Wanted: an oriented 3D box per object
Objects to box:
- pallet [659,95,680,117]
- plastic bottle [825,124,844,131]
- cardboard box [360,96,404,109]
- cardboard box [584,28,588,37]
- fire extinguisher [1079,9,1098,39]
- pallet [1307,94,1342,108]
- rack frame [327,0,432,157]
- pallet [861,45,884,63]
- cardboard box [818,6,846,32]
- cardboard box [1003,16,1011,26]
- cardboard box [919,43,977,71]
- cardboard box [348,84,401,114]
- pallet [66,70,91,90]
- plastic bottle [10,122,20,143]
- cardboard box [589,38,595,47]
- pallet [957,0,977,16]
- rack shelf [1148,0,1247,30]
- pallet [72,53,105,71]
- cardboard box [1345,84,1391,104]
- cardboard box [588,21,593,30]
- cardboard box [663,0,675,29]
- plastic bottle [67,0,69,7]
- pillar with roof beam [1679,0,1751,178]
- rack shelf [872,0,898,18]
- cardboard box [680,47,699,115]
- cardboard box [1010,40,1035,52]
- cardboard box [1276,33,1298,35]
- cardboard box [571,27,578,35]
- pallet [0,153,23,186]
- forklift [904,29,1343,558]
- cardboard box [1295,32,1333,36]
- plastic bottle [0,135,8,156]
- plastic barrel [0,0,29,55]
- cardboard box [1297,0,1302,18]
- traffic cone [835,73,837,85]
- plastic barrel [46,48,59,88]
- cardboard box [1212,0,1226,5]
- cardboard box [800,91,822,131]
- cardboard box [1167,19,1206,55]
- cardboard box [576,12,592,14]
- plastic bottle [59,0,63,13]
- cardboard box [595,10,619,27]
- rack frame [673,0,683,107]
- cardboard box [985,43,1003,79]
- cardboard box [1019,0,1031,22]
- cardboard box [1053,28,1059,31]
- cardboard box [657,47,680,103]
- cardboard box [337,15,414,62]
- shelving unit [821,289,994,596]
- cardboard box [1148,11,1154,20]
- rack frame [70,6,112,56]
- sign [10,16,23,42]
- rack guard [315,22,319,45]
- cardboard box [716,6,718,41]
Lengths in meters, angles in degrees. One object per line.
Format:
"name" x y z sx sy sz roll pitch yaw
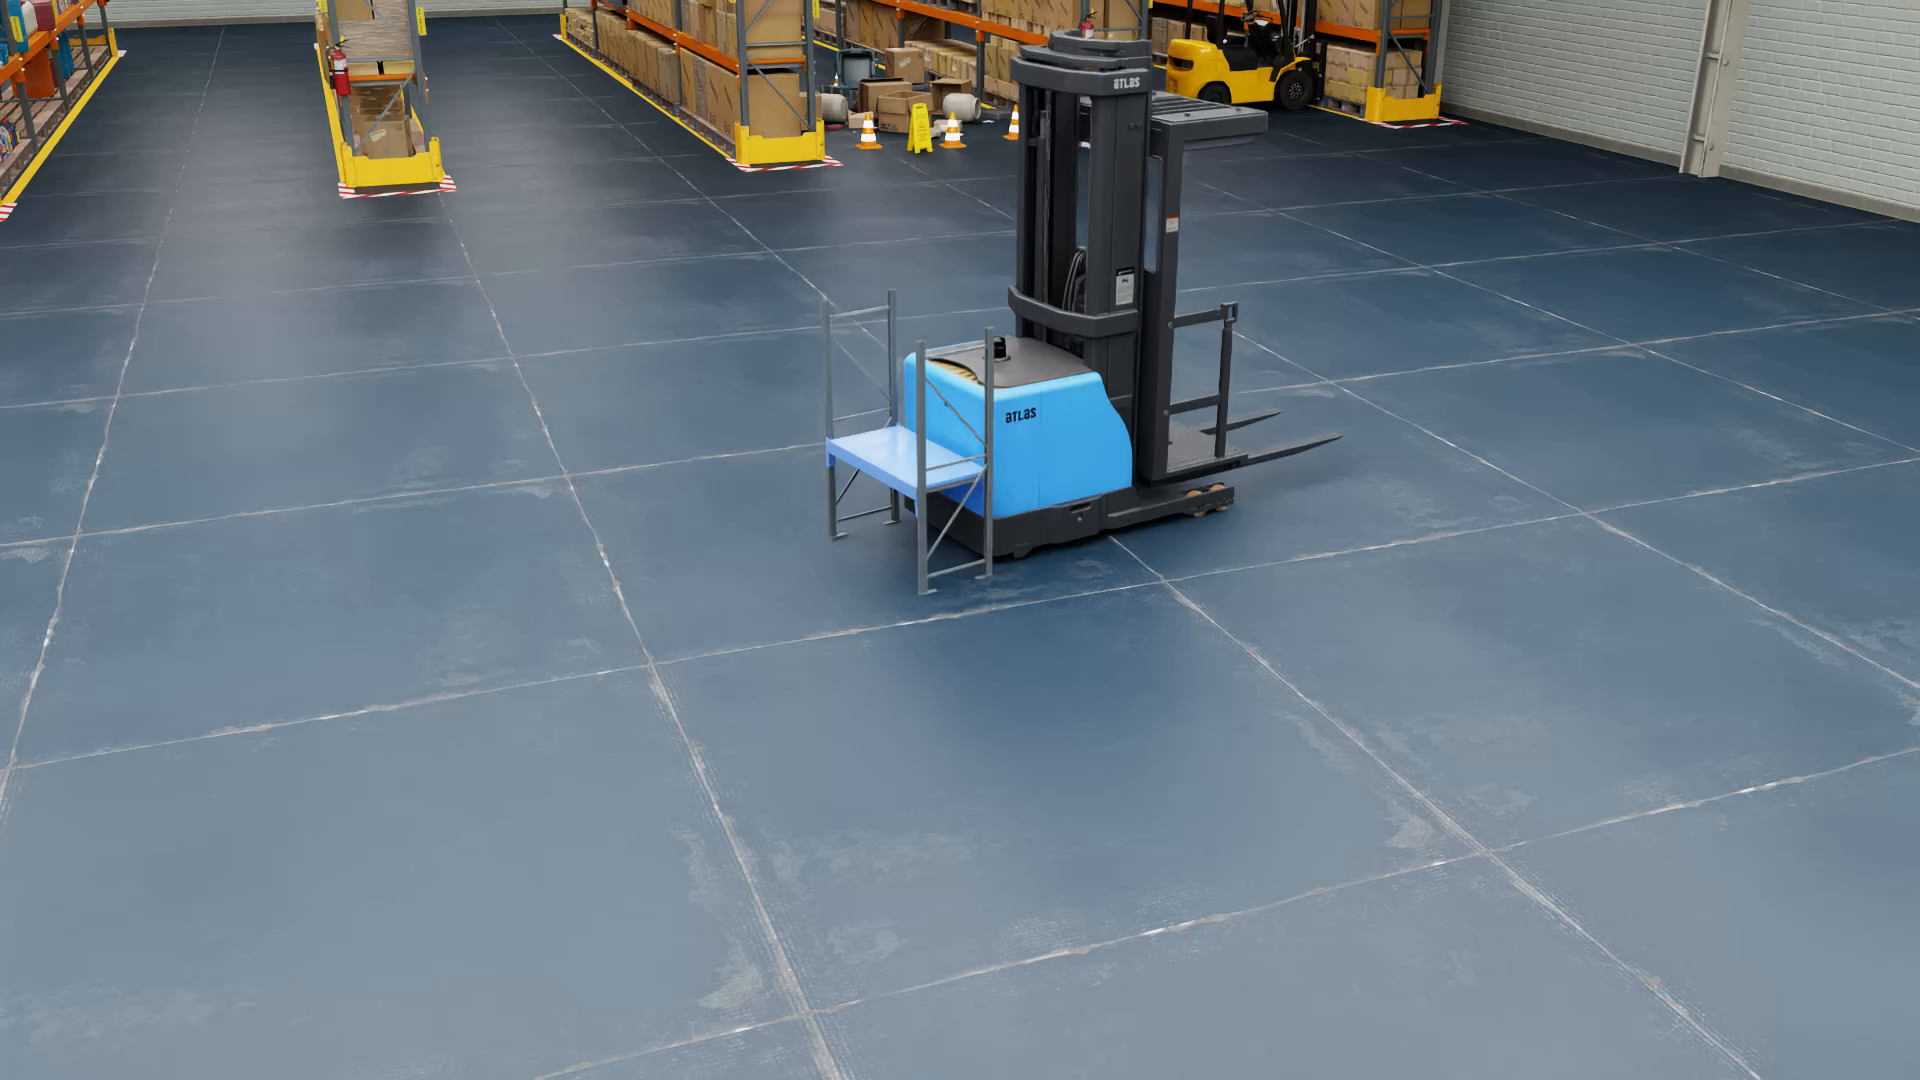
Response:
"pallet" -4.175 -6.946 26.458 1.003 0.211 1.213 -8 24 -19
"plastic bottle" -1.865 -6.148 24.757 0.283 0.061 0.133 -18 29 -37
"cardboard box" -7.902 -5.786 22.793 0.500 0.500 0.500 -11 25 -24
"cardboard box" -7.286 -10.147 33.209 0.380 0.149 0.250 -9 25 -21
"fire extinguisher" 1.785 -7.083 23.292 0.296 0.674 0.183 -8 24 -19
"pallet" 6.082 -7.335 27.382 1.003 0.211 1.213 -8 24 -19
"rack frame" -7.095 -5.864 20.300 1.000 3.000 0.127 -8 24 -19
"pallet" -1.285 -9.584 32.718 1.003 0.211 1.213 -8 24 -19
"cardboard box" -2.502 -11.164 35.634 0.875 0.438 0.875 -9 25 -21
"cardboard box" 0.889 -8.131 26.002 0.380 0.149 0.250 -8 24 -17
"cardboard box" -0.192 -8.639 29.727 0.950 0.372 0.625 -9 24 -20
"cardboard box" -8.705 -6.594 24.684 0.700 0.500 0.500 -10 25 -23
"pallet" -15.734 -7.973 28.895 1.003 0.211 1.213 -8 24 -19
"plastic bottle" -12.663 -5.459 22.270 0.061 0.283 0.133 -7 24 -16
"cardboard box" -7.116 -9.843 32.871 0.380 0.149 0.250 -8 24 -18
"pallet" 0.629 -8.886 27.717 1.003 0.211 1.213 -8 24 -19
"rack shelf" 4.699 -9.754 30.457 1.077 0.370 4.000 -8 24 -19
"pallet" -16.699 -8.965 31.249 1.003 0.211 1.213 -8 24 -19
"cardboard box" 6.357 -6.959 25.899 0.500 0.250 0.500 -8 24 -19
"cardboard box" -7.155 -10.202 32.958 0.380 0.149 0.250 -8 24 -18
"cardboard box" -4.267 -8.160 25.619 0.500 0.500 0.500 -8 24 -19
"plastic bottle" -15.402 -9.314 28.636 0.061 0.283 0.133 -8 24 -19
"pillar with roof beam" 5.508 -8.276 18.299 9.100 9.000 0.400 -8 24 -19
"rack shelf" -1.357 -10.525 32.286 1.077 0.370 4.000 -8 24 -19
"cardboard box" -3.676 -6.937 25.042 0.875 0.875 0.875 -8 24 -18
"cardboard box" 0.988 -7.659 25.757 0.380 0.149 0.250 -7 24 -16
"cardboard box" 5.454 -8.340 27.888 0.500 0.250 0.500 -8 24 -19
"cardboard box" -7.935 -10.685 34.870 0.380 0.149 0.250 -8 24 -18
"pallet" -12.509 -4.659 21.031 1.003 0.211 1.213 -8 24 -19
"forklift" 1.164 -1.657 10.407 3.031 2.935 1.130 -14 26 -29
"cardboard box" 5.953 -8.412 28.058 0.500 0.250 0.500 -9 24 -20
"plastic bottle" -12.306 -5.065 21.353 0.097 0.271 0.097 0 23 0
"plastic barrel" -12.995 -7.050 22.470 0.600 0.901 0.708 -8 24 -19
"cardboard box" 5.697 -8.837 27.226 0.500 0.500 0.500 -9 24 -20
"traffic cone" -2.023 -7.734 28.004 0.336 0.463 0.334 -8 24 -19
"plastic barrel" -15.143 -7.759 27.360 0.600 0.588 0.708 -8 24 -19
"cardboard box" 4.800 -9.619 29.403 0.500 0.250 0.500 -8 24 -19
"cardboard box" -2.324 -6.387 24.756 0.500 0.500 0.500 -4 23 -10
"cardboard box" 4.438 -9.447 31.318 0.875 0.625 0.625 -8 24 -17
"cardboard box" -7.771 -10.864 34.528 0.380 0.149 0.250 -7 24 -17
"plastic bottle" -15.090 -8.939 27.756 0.152 0.276 0.135 -8 24 -19
"cardboard box" -6.645 -9.950 31.707 0.500 0.250 0.500 -9 25 -21
"rack frame" -3.832 -7.961 25.275 1.000 3.000 0.127 -8 24 -19
"cardboard box" 0.719 -7.697 26.684 0.500 0.500 0.500 -7 24 -16
"cardboard box" 1.219 -8.117 25.135 0.500 0.500 0.500 -8 24 -18
"cardboard box" 1.580 -7.387 24.237 0.380 0.149 0.250 -9 24 -20
"cardboard box" -4.136 -7.331 26.137 1.050 0.750 0.750 -8 24 -19
"cardboard box" -7.264 -6.250 20.706 0.875 0.500 0.500 -8 24 -19
"shelving unit" -0.312 -0.592 9.725 0.538 1.500 1.048 -15 27 -31
"cardboard box" 3.581 -10.298 32.663 0.380 0.149 0.250 -10 25 -22
"rack frame" -17.381 -10.998 32.481 1.000 3.000 0.127 -8 24 -19
"sign" -12.623 -6.836 22.251 0.100 0.325 0.005 -8 24 -19
"rack guard" -12.756 -10.534 34.599 1.175 0.500 0.348 -8 24 -19
"cardboard box" -2.888 -7.123 23.094 0.875 0.550 0.550 -8 24 -19
